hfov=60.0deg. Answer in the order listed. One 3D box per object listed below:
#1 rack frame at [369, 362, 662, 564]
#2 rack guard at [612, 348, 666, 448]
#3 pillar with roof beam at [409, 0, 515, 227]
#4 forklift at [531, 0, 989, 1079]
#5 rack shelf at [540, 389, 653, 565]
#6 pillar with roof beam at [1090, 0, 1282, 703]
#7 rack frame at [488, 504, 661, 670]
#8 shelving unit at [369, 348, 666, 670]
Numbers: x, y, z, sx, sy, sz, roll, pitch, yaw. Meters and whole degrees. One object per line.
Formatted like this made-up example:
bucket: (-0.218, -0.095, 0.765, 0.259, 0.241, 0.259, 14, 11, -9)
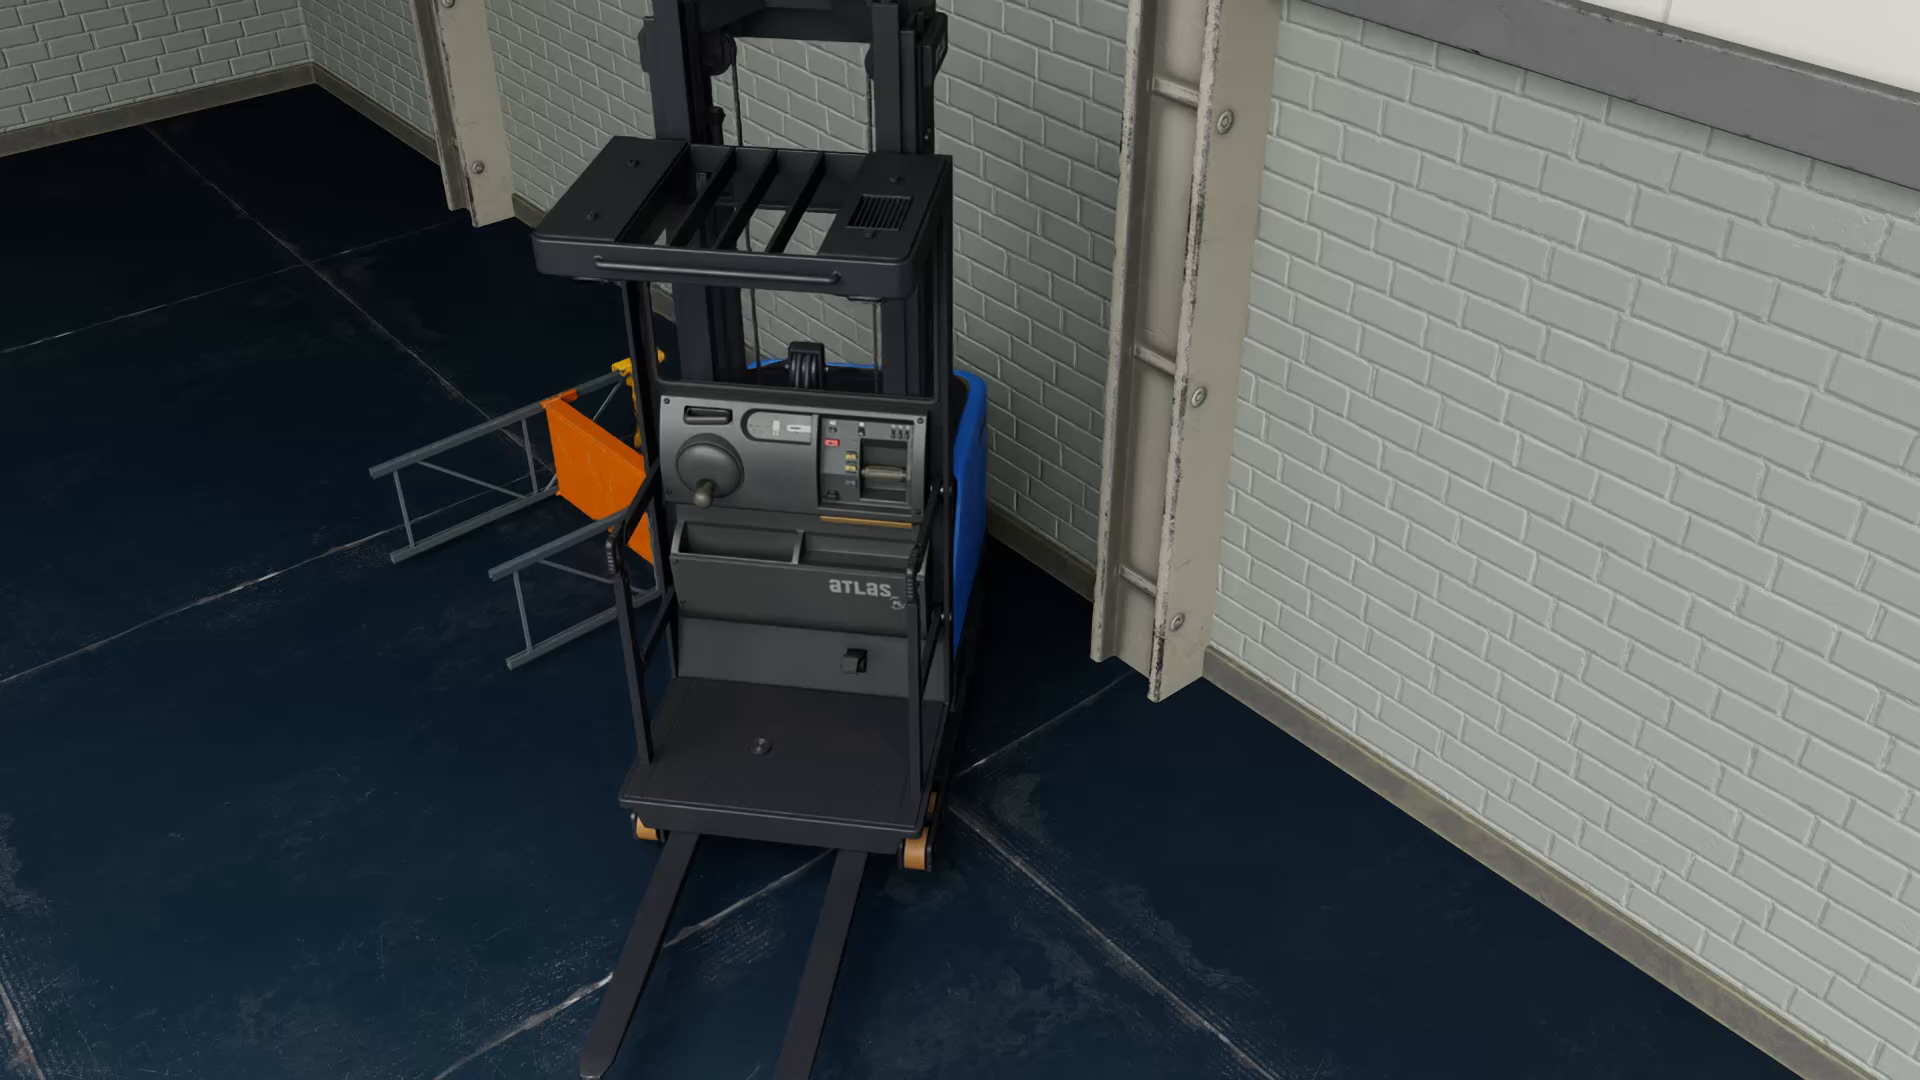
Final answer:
rack frame: (-2.010, -0.396, 7.779, 1.500, 0.500, 0.032, -28, 44, -34)
rack guard: (-1.538, -0.634, 8.114, 0.250, 0.587, 0.087, -28, 44, -34)
pillar with roof beam: (-6.368, -4.192, 5.883, 9.100, 9.000, 0.400, -26, 43, -32)
forklift: (-0.603, -0.218, 5.522, 1.130, 2.935, 3.031, 5, 36, 7)
rack shelf: (-1.532, -0.251, 7.574, 0.185, 0.538, 1.000, -28, 44, -34)
pillar with roof beam: (-2.496, -1.543, 2.143, 9.100, 9.000, 0.400, -26, 43, -32)
rack frame: (-1.319, 0.035, 7.170, 1.500, 0.500, 0.032, -28, 44, -34)
shelving unit: (-1.658, -0.177, 7.469, 1.500, 0.587, 1.083, -28, 44, -34)
